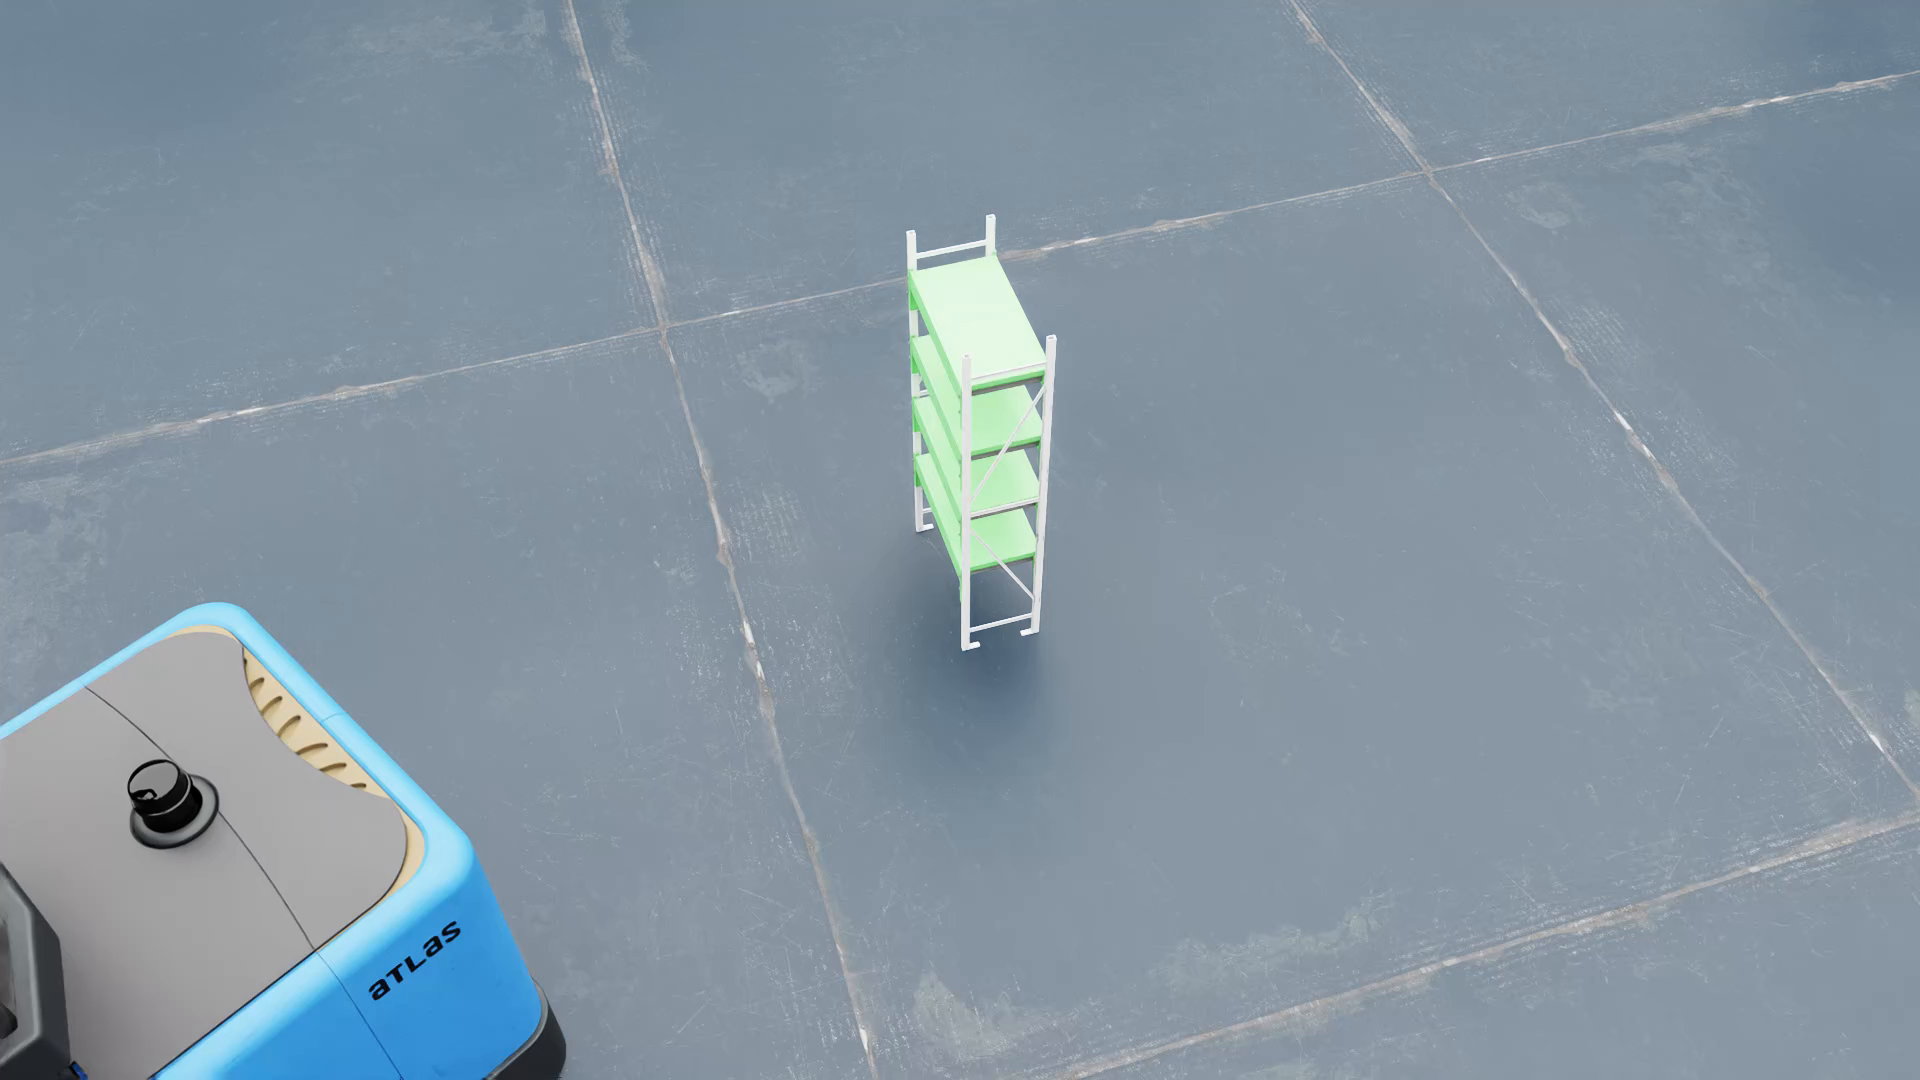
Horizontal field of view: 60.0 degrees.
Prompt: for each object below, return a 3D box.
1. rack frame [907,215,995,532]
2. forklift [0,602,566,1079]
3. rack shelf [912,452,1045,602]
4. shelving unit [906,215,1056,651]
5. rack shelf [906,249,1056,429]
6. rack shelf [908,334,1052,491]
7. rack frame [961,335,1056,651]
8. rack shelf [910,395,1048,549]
[{"bbox_3d":[-0.023,-0.444,4.840,0.240,1.200,0.015,-13,51,-11],"label":"rack frame"},{"bbox_3d":[-2.346,0.933,2.546,1.130,2.935,3.031,36,59,26],"label":"forklift"},{"bbox_3d":[0.049,-0.070,4.922,0.258,0.148,0.480,-13,51,-11],"label":"rack shelf"},{"bbox_3d":[0.049,-0.266,4.689,0.258,1.200,0.503,-13,51,-11],"label":"shelving unit"},{"bbox_3d":[0.049,-0.534,4.371,0.258,0.148,0.480,-13,51,-11],"label":"rack shelf"},{"bbox_3d":[0.049,-0.379,4.555,0.258,0.148,0.480,-13,51,-11],"label":"rack shelf"},{"bbox_3d":[0.121,-0.088,4.539,0.240,1.200,0.015,-13,51,-11],"label":"rack frame"},{"bbox_3d":[0.049,-0.225,4.738,0.258,0.148,0.480,-13,51,-11],"label":"rack shelf"}]
